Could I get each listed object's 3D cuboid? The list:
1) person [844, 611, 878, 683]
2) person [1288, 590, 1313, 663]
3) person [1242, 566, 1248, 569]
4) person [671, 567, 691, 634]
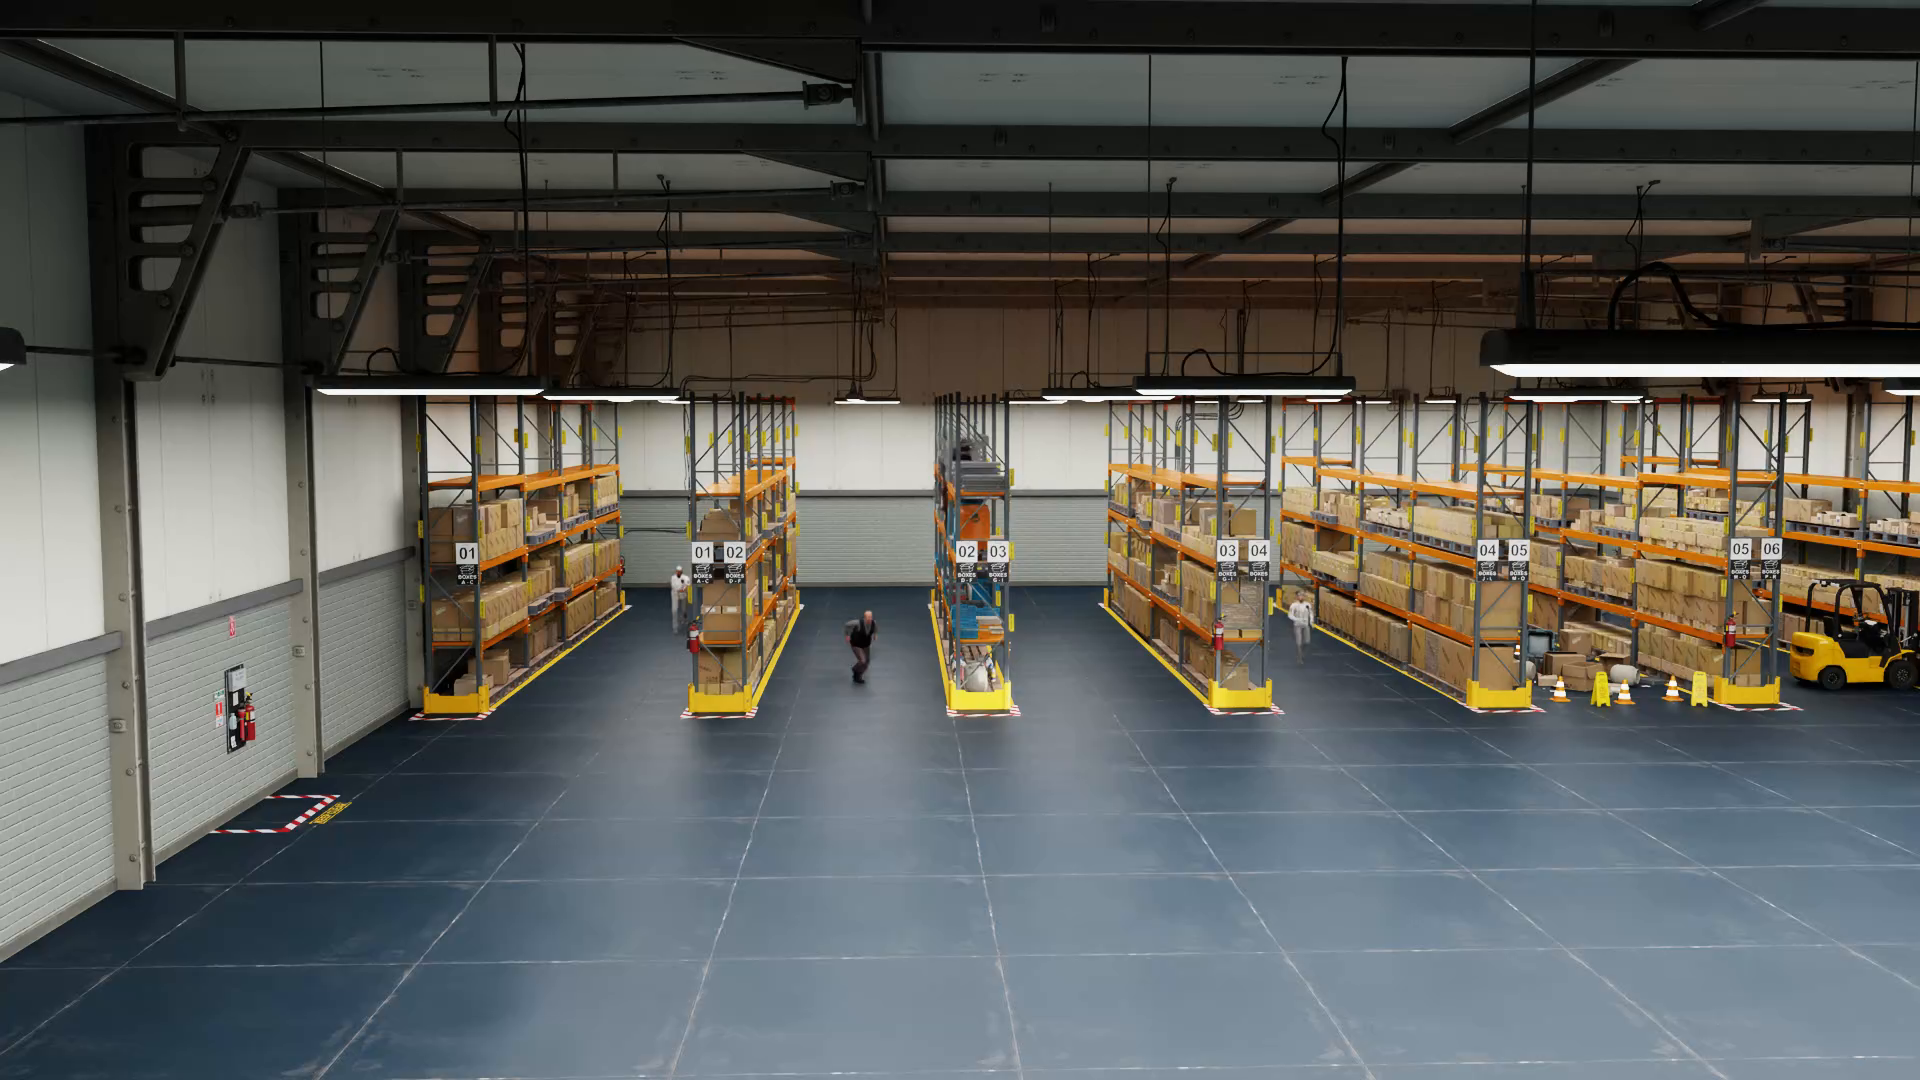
[{"bbox_3d":[-2.030,2.210,34.216,0.684,1.549,0.867,-3,5,-31],"label":"person"},{"bbox_3d":[7.629,1.935,37.079,0.605,1.647,0.537,0,5,-4],"label":"person"},{"bbox_3d":[7.826,1.177,46.593,0.588,1.628,0.758,-1,5,-7],"label":"person"},{"bbox_3d":[-7.116,1.517,42.454,0.559,1.707,1.062,0,5,-3],"label":"person"}]
